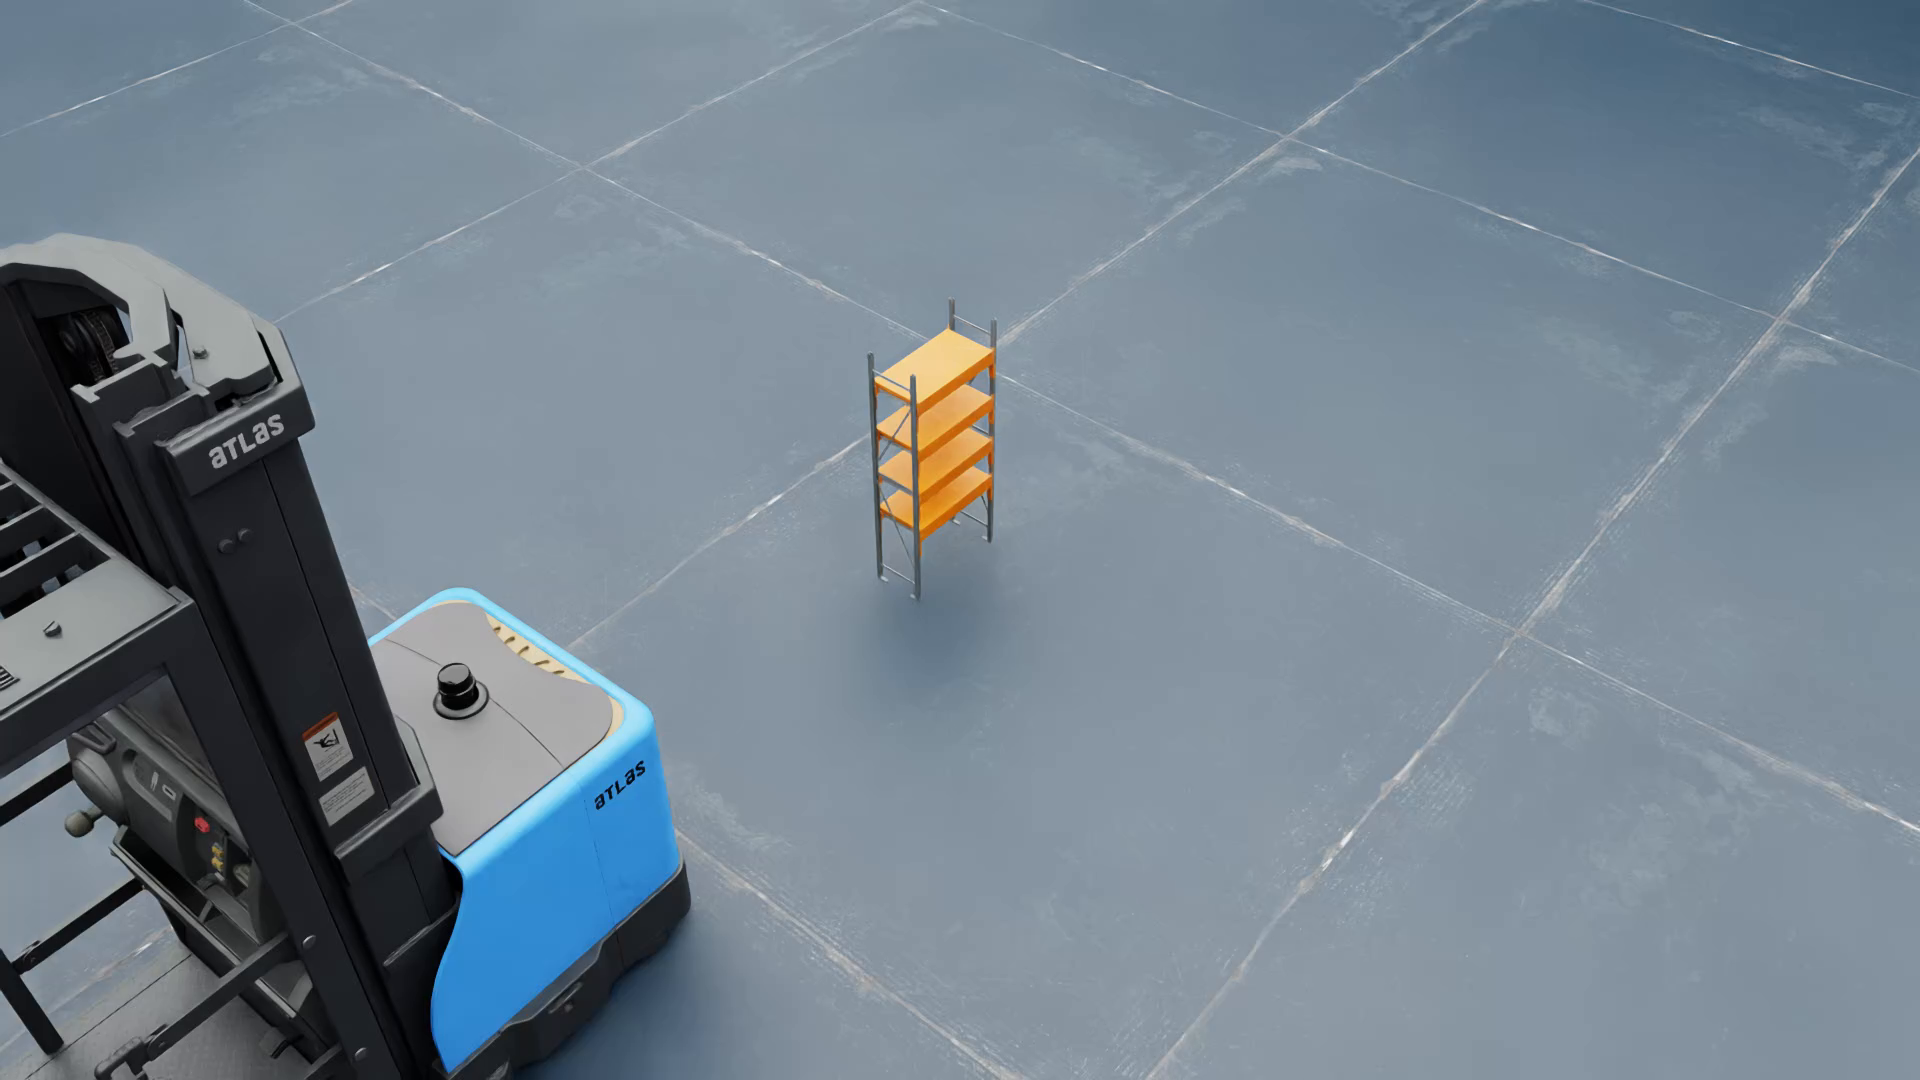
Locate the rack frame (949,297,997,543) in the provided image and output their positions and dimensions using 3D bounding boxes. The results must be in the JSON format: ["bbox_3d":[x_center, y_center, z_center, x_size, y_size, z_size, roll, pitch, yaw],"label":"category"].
[{"bbox_3d":[0.050,-0.484,7.073,0.240,1.200,0.015,29,50,28],"label":"rack frame"}]

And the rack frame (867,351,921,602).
[{"bbox_3d":[-0.264,-0.233,6.797,0.240,1.200,0.015,29,50,28],"label":"rack frame"}]

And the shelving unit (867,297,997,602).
[{"bbox_3d":[-0.107,-0.359,6.935,0.258,1.200,0.503,29,50,28],"label":"shelving unit"}]

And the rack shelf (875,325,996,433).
[{"bbox_3d":[-0.107,-0.649,6.671,0.258,0.148,0.480,29,50,28],"label":"rack shelf"}]

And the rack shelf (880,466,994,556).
[{"bbox_3d":[-0.107,-0.162,7.114,0.258,0.148,0.480,29,50,28],"label":"rack shelf"}]

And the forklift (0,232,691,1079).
[{"bbox_3d":[-2.267,0.823,4.348,1.130,2.935,3.031,28,49,28],"label":"forklift"}]

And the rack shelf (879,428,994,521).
[{"bbox_3d":[-0.107,-0.309,6.980,0.258,0.148,0.480,29,50,28],"label":"rack shelf"}]

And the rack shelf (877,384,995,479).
[{"bbox_3d":[-0.107,-0.474,6.830,0.258,0.148,0.480,29,50,28],"label":"rack shelf"}]
